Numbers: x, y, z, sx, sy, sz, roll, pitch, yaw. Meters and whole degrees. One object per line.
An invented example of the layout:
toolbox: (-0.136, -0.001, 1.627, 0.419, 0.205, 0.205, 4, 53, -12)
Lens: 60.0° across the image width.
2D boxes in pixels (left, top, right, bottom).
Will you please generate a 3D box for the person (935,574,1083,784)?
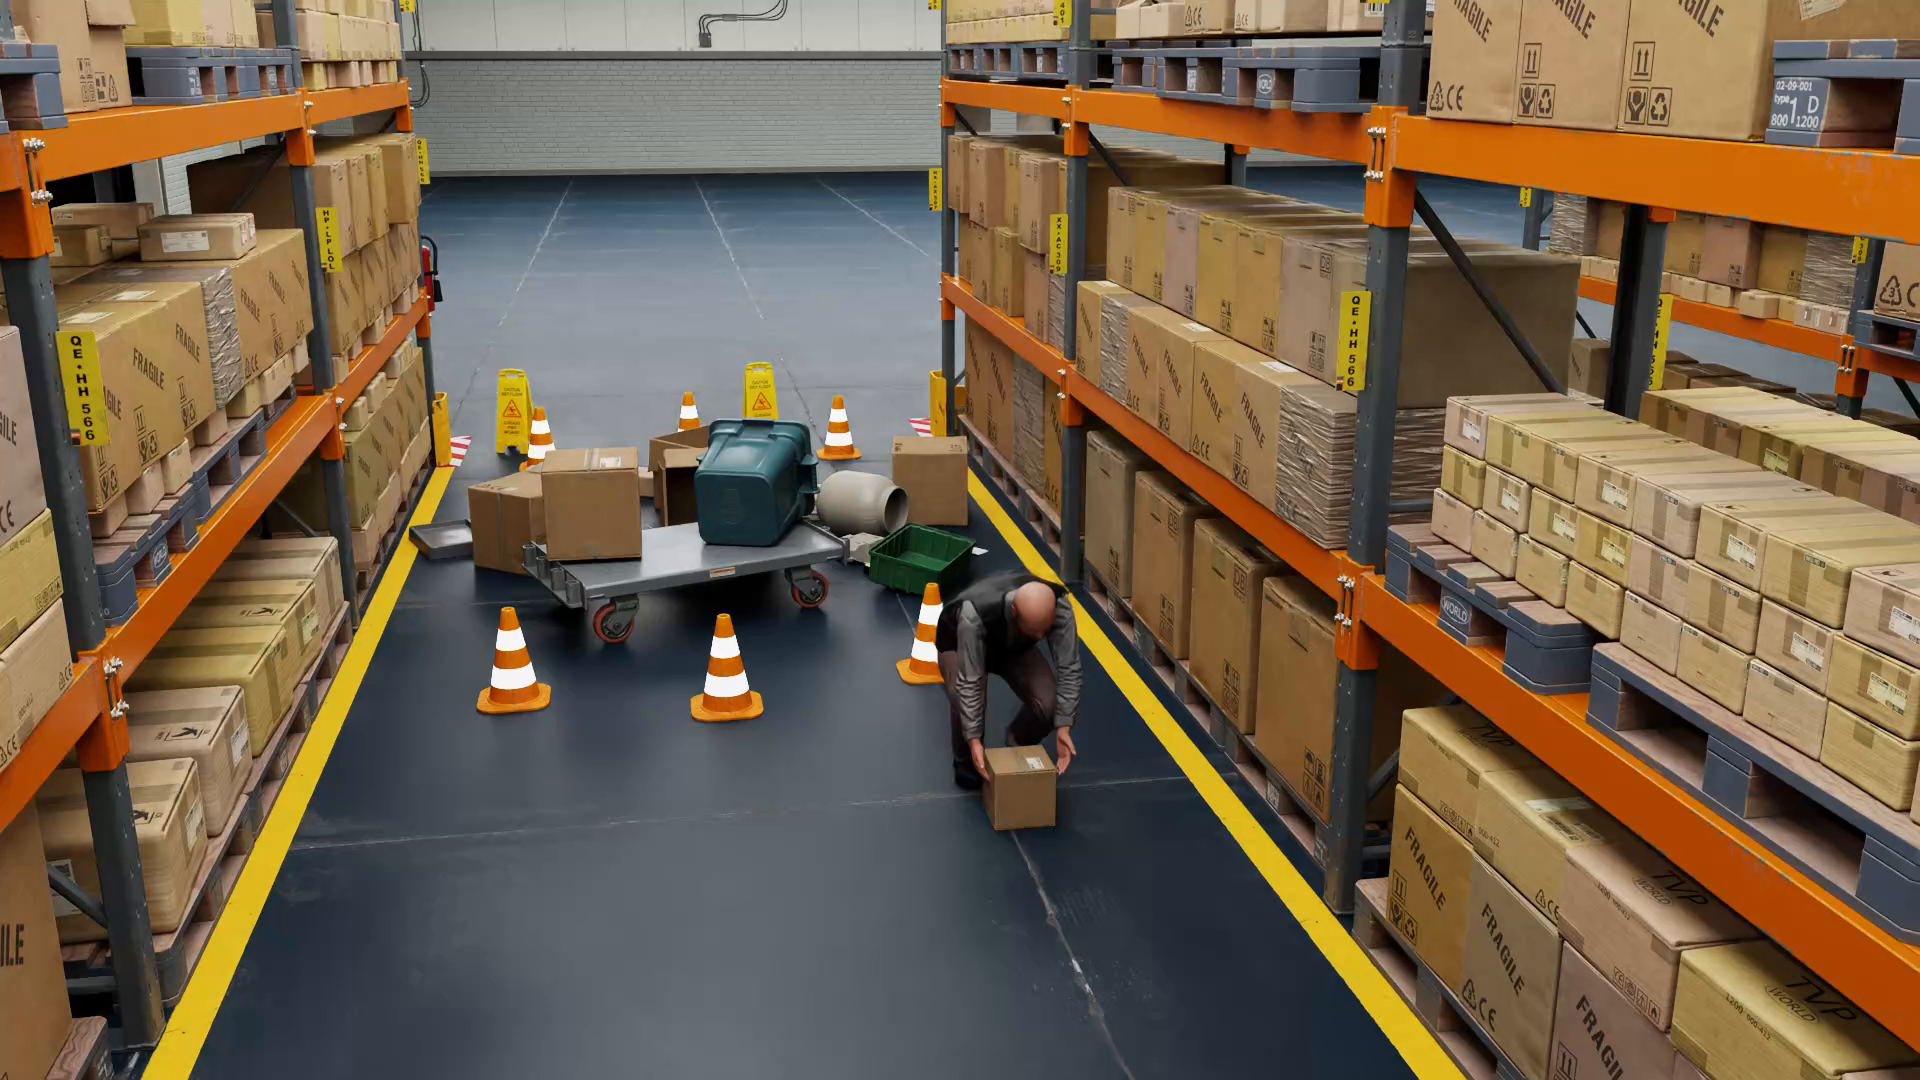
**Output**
person: (0.205, 0.524, 7.002, 0.541, 0.926, 0.859, -3, 17, -11)
